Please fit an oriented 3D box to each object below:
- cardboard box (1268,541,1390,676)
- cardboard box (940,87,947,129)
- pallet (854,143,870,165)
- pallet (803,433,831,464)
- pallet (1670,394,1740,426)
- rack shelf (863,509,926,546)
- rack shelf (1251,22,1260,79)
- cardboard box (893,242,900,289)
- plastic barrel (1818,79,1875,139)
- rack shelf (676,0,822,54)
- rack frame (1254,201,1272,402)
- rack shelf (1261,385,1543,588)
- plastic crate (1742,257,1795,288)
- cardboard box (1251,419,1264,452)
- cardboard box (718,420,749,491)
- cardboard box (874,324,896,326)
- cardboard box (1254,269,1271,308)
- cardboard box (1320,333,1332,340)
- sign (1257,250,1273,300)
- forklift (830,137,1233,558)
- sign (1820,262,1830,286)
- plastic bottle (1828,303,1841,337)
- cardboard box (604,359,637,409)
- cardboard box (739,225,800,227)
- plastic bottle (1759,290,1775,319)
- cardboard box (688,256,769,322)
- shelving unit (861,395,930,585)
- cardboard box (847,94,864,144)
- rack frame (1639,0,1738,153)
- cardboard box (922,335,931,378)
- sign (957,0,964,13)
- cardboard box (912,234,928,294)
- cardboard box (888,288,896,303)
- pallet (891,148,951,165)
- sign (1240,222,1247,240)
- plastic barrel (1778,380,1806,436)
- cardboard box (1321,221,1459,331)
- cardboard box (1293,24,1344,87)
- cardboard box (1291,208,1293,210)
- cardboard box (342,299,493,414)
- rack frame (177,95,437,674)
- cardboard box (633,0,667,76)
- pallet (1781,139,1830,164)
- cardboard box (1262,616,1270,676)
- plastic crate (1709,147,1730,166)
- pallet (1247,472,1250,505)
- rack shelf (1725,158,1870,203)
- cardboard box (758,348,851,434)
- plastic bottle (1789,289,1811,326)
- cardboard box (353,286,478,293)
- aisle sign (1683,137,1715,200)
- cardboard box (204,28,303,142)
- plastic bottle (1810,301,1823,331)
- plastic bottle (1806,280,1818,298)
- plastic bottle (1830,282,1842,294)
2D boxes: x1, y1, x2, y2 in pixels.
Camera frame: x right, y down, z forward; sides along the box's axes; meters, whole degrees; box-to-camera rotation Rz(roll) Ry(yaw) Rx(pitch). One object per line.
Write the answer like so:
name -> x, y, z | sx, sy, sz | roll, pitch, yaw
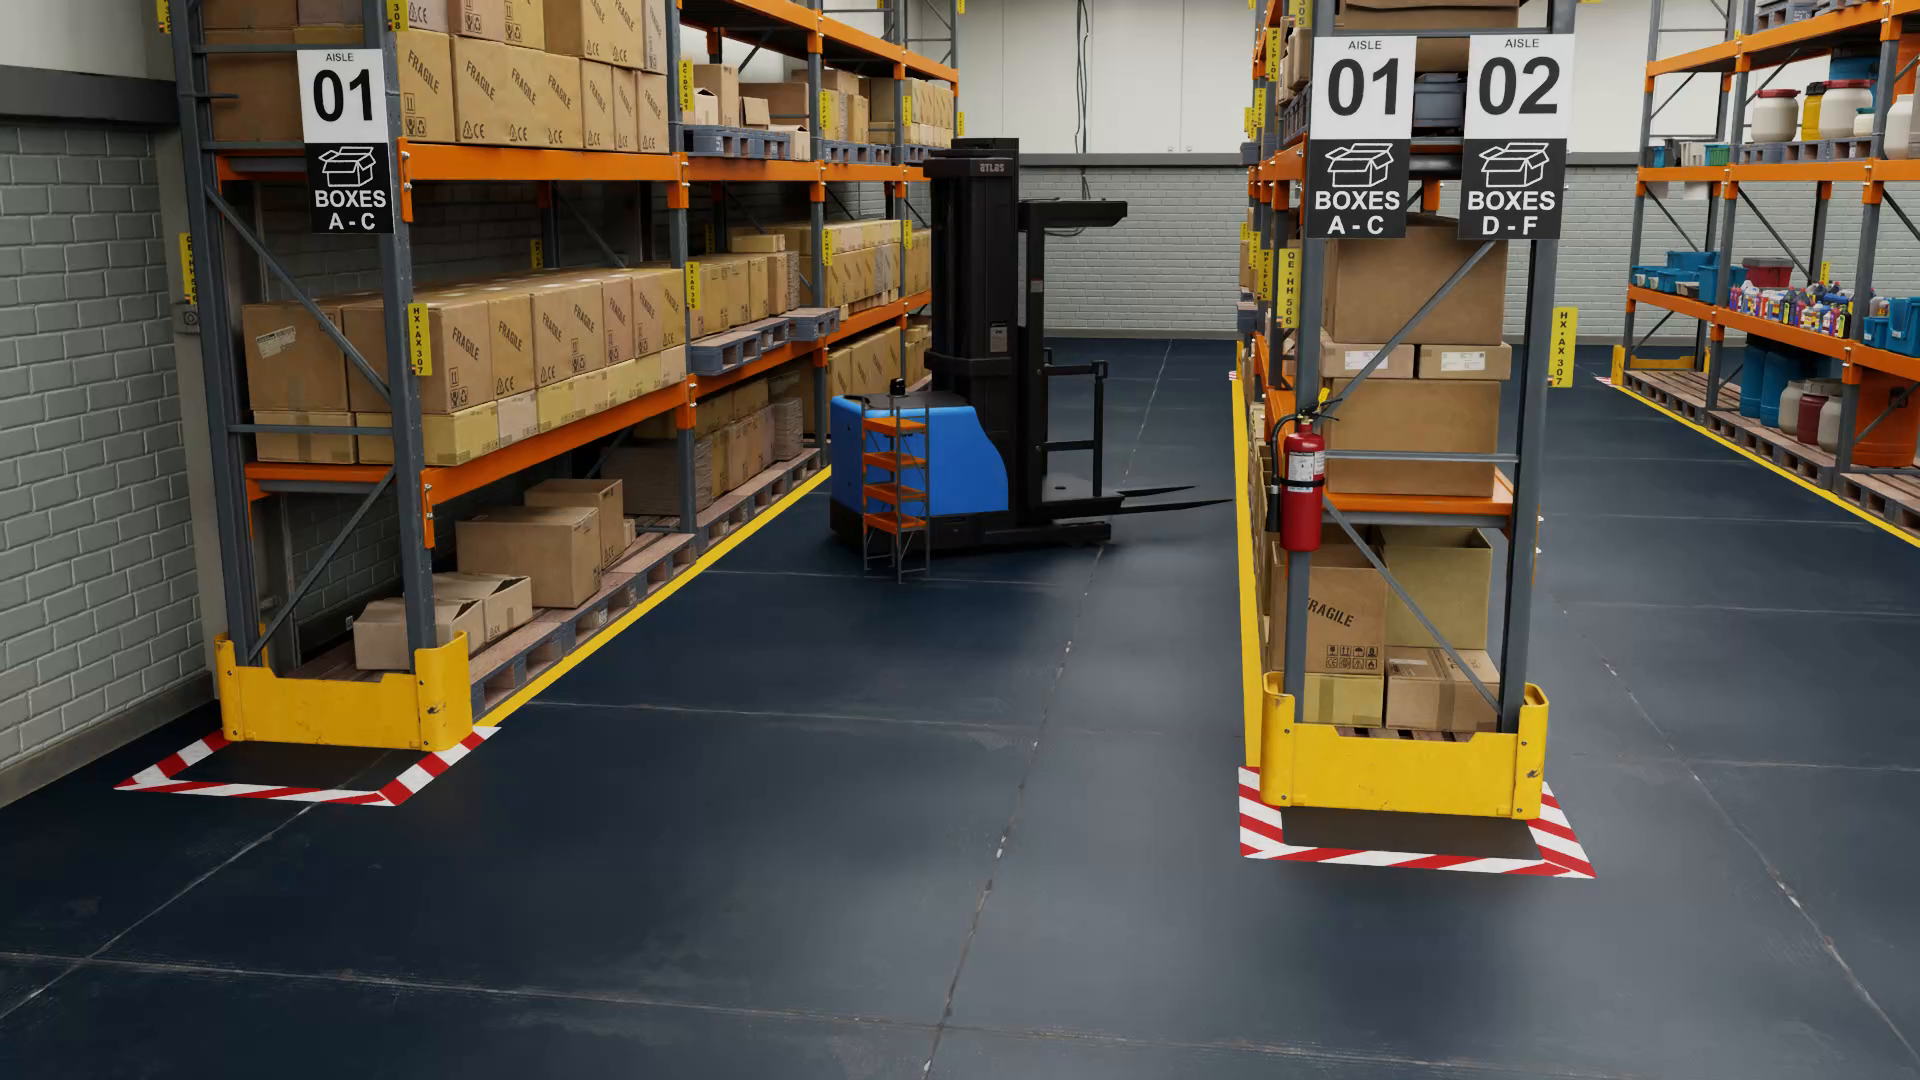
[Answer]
cardboard box -> 1.696, 0.307, 7.698 | 0.500, 0.500, 0.500 | 2, 12, 9
cardboard box -> -0.458, -5.583, 21.501 | 0.500, 0.500, 0.500 | 2, 12, 10
pallet -> -1.542, -3.912, 16.852 | 1.003, 0.211, 1.213 | 2, 12, 11
pallet -> -1.562, -0.967, 16.481 | 1.003, 0.211, 1.213 | 2, 12, 9
pallet -> 8.722, -1.472, 18.822 | 1.003, 0.211, 1.213 | 2, 12, 9
rack shelf -> -0.436, -0.086, 11.307 | 0.258, 0.148, 0.480 | -7, 14, -30
rack shelf -> 4.060, -5.838, 19.936 | 1.077, 0.370, 4.000 | 2, 12, 9
cardboard box -> -0.964, -3.101, 18.773 | 0.500, 0.500, 0.500 | 2, 12, 8
plastic barrel -> 8.155, -3.960, 15.309 | 0.433, 0.535, 0.433 | 0, 12, 0
rack shelf -> -2.065, -4.138, 12.992 | 1.077, 0.370, 4.000 | 2, 12, 9
rack frame -> 3.138, -2.009, 14.696 | 1.000, 3.000, 0.127 | 2, 12, 9
rack shelf -> 2.215, -0.409, 8.977 | 1.077, 0.370, 4.000 | 2, 12, 9
plastic crate -> 9.032, -2.919, 18.623 | 0.402, 0.464, 0.583 | 2, 12, 9
cardboard box -> 2.614, -0.829, 13.420 | 0.500, 0.311, 0.500 | 2, 12, 7
cardboard box -> -2.128, -0.697, 13.498 | 0.700, 0.500, 0.500 | 2, 12, 9
cardboard box -> -0.986, -2.648, 21.056 | 0.380, 0.149, 0.250 | 2, 12, 9
cardboard box -> 3.123, -2.398, 15.267 | 0.700, 0.500, 0.500 | -2, 12, -10
cardboard box -> 1.817, -0.850, 7.541 | 0.380, 0.149, 0.250 | 2, 12, 10
sign -> 1.985, -1.719, 10.791 | 0.100, 0.325, 0.005 | 2, 12, 9
forklift -> 0.589, -1.480, 12.405 | 3.031, 2.935, 1.130 | -5, 13, -20
sign -> 9.190, -2.798, 17.698 | 0.100, 0.325, 0.005 | 2, 12, 9
plastic bottle -> 7.708, -1.937, 14.638 | 0.061, 0.283, 0.133 | 2, 12, 9
cardboard box -> -2.293, -0.956, 10.116 | 0.500, 0.250, 0.500 | 2, 12, 8
cardboard box -> -1.861, -2.950, 16.291 | 0.500, 0.250, 0.500 | 1, 12, 7
plastic bottle -> 8.057, -2.343, 16.541 | 0.152, 0.276, 0.135 | 2, 12, 9
cardboard box -> -1.990, -2.075, 13.718 | 0.700, 0.500, 0.500 | 2, 12, 9
shelving unit -> -0.436, -0.346, 11.251 | 0.258, 1.200, 0.503 | -7, 14, -30
cardboard box -> -1.408, -4.434, 17.547 | 0.700, 0.500, 0.500 | 2, 12, 8
rack frame -> 9.262, -6.446, 21.043 | 1.000, 3.000, 0.127 | 2, 12, 9
cardboard box -> -0.764, -2.349, 21.207 | 0.700, 0.500, 0.500 | 2, 12, 10
sign -> 0.007, -7.242, 22.331 | 0.100, 0.325, 0.005 | 2, 12, 9
cardboard box -> -0.925, -3.412, 20.495 | 0.980, 0.700, 0.700 | 2, 12, 7
cardboard box -> -0.930, -2.756, 18.709 | 0.380, 0.149, 0.250 | 2, 12, 10
pallet -> -0.631, -5.102, 22.140 | 1.003, 0.211, 1.213 | 2, 12, 9
sign -> 3.832, -4.115, 22.414 | 0.100, 0.325, 0.005 | 2, 12, 9
plastic barrel -> 8.262, -1.295, 16.291 | 0.421, 0.512, 0.421 | 0, 12, 0
cardboard box -> 2.075, -1.244, 7.831 | 0.700, 0.500, 0.500 | 2, 12, 7
cardboard box -> 1.824, -2.259, 7.762 | 0.500, 0.250, 0.500 | 2, 12, 9
cardboard box -> 4.494, -4.005, 21.348 | 0.500, 0.500, 0.500 | 2, 12, 10
cardboard box -> -2.618, -0.896, 8.061 | 0.500, 0.500, 0.500 | 2, 12, 9
rack frame -> -2.988, -0.504, 7.710 | 1.000, 3.000, 0.127 | 2, 12, 9
cardboard box -> -2.182, -3.237, 10.615 | 0.500, 0.500, 0.500 | 1, 12, 4
pallet -> 8.451, -3.652, 15.648 | 1.003, 0.211, 1.213 | 2, 12, 9
cardboard box -> 1.763, 0.569, 8.262 | 0.500, 0.250, 0.500 | 2, 12, 9
plastic crate -> 8.413, -4.141, 17.973 | 0.450, 0.188, 0.662 | 2, 12, 9
pallet -> 2.973, -0.476, 14.201 | 1.003, 0.211, 1.213 | 2, 12, 9
rack shelf -> 8.339, -3.379, 15.640 | 1.077, 0.370, 4.000 | 2, 12, 9
cardboard box -> -1.515, -1.472, 16.310 | 0.750, 0.750, 0.750 | 2, 12, 8
plastic bottle -> 7.914, -2.192, 15.659 | 0.144, 0.351, 0.185 | 2, 12, 9
cardboard box -> -2.963, -1.124, 9.117 | 0.500, 0.500, 0.500 | 2, 12, 7
aisle sign -> 9.562, -4.790, 21.427 | 0.394, 0.787, 0.004 | 2, 12, 9
cardboard box -> -3.174, -2.124, 7.823 | 0.500, 0.500, 0.500 | 3, 12, 13
plastic bottle -> 7.803, -2.036, 15.124 | 0.097, 0.271, 0.097 | 0, 12, 0
plastic bottle -> 8.686, -2.459, 16.901 | 0.144, 0.351, 0.185 | 2, 12, 9
plastic bottle -> 8.800, -2.416, 16.701 | 0.144, 0.351, 0.185 | 2, 12, 9
